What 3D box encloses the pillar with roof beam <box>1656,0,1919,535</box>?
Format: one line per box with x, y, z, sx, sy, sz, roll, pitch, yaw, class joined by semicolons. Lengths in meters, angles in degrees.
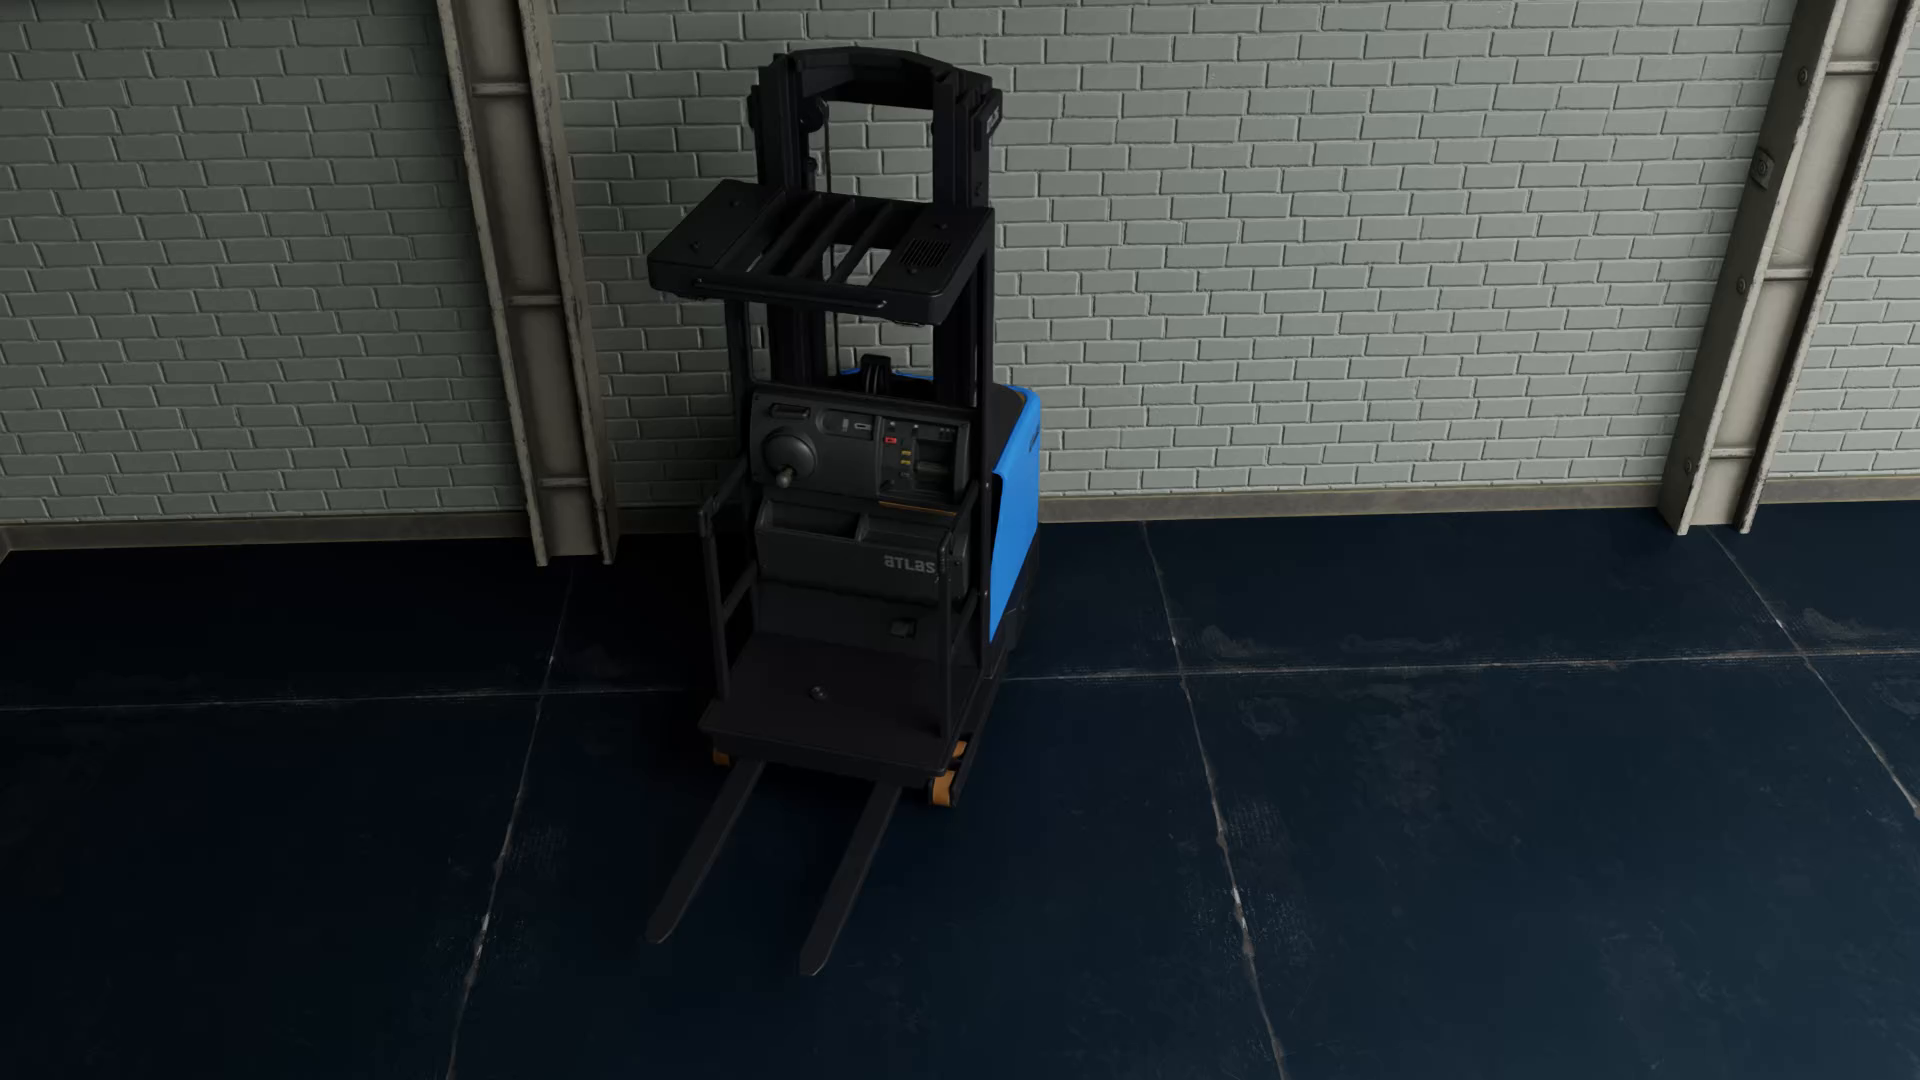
4.197;-1.373;2.862;0.400;9.000;9.100;-2;35;-2;pillar with roof beam

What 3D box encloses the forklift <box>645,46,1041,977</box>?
-0.470;-0.306;6.653;1.130;2.935;3.031;9;36;12;forklift

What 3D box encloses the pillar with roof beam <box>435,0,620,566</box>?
-1.796;-1.211;2.629;0.400;9.000;9.100;-2;35;-2;pillar with roof beam
